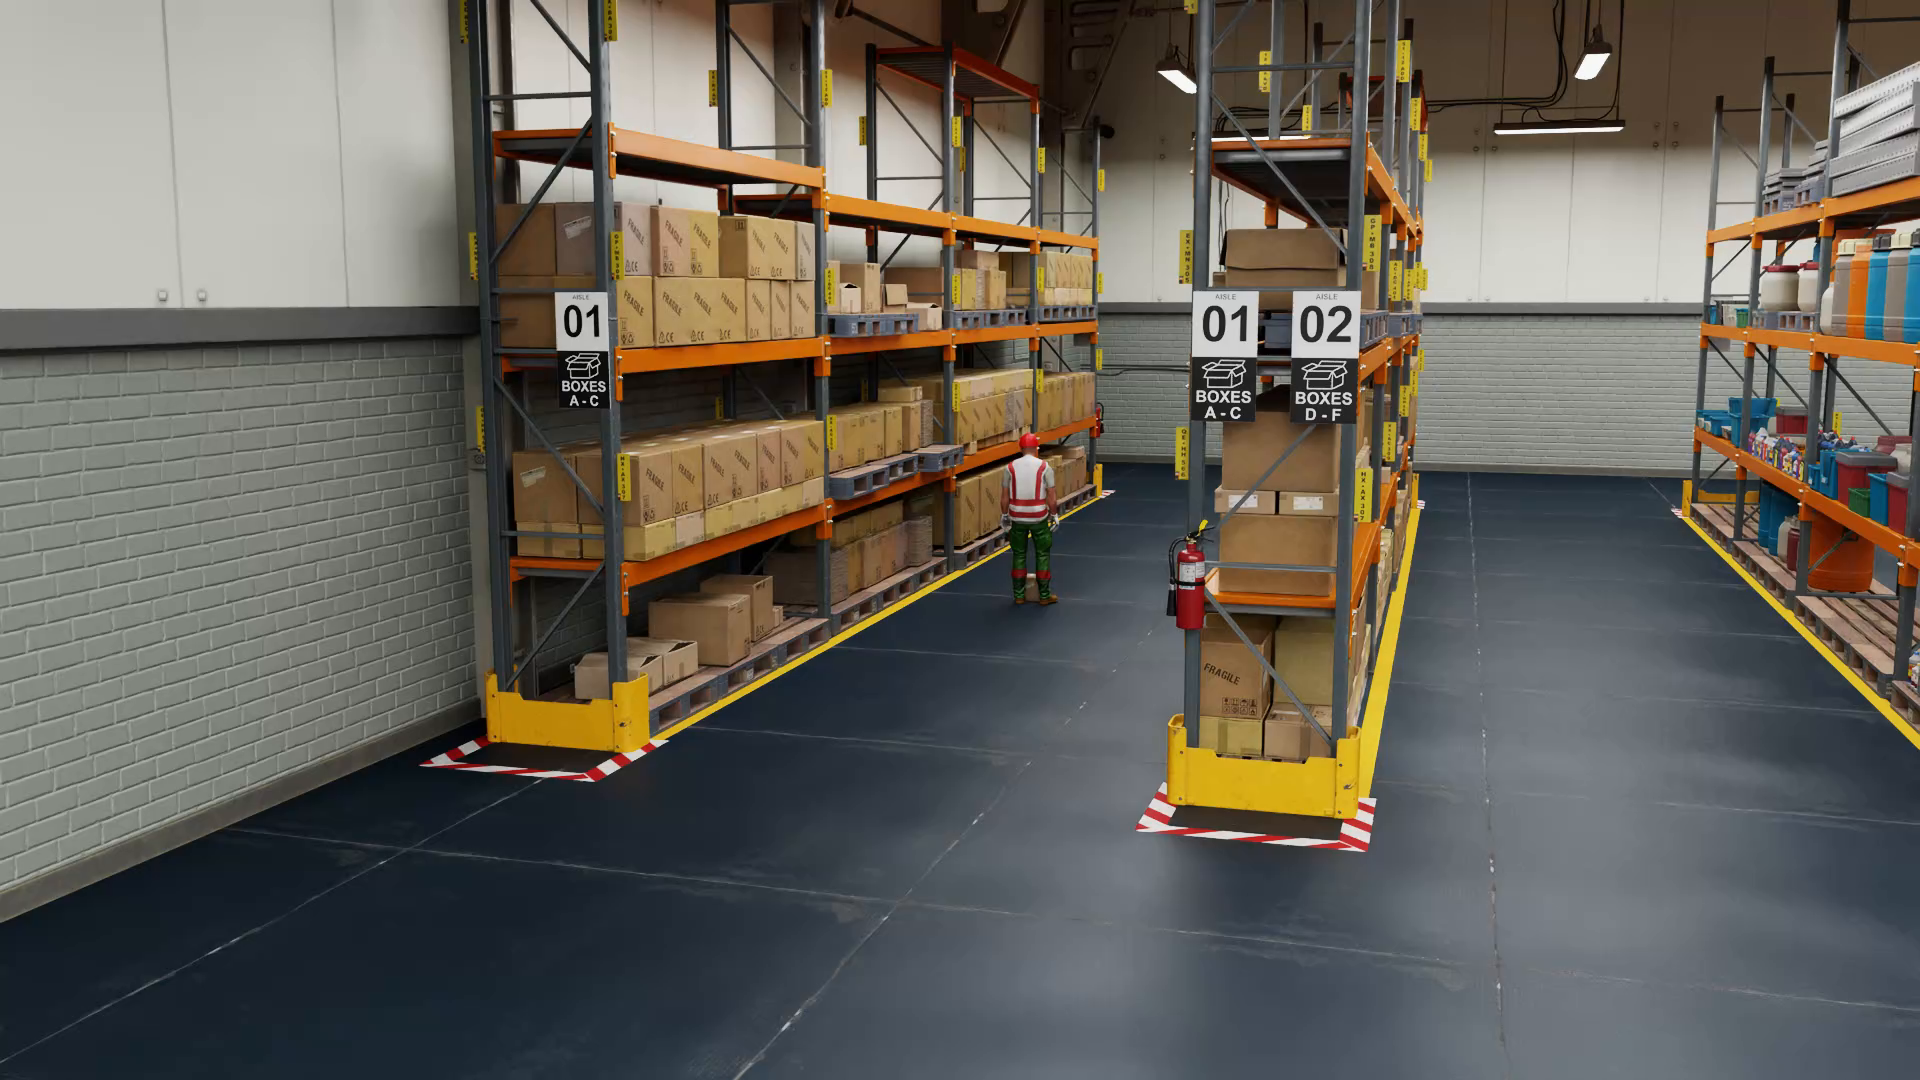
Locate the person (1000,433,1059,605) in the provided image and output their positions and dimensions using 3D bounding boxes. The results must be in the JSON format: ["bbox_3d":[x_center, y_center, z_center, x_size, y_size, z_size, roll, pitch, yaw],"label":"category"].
[{"bbox_3d":[0.723,-0.224,17.319,0.620,1.780,0.445,2,8,13],"label":"person"}]
